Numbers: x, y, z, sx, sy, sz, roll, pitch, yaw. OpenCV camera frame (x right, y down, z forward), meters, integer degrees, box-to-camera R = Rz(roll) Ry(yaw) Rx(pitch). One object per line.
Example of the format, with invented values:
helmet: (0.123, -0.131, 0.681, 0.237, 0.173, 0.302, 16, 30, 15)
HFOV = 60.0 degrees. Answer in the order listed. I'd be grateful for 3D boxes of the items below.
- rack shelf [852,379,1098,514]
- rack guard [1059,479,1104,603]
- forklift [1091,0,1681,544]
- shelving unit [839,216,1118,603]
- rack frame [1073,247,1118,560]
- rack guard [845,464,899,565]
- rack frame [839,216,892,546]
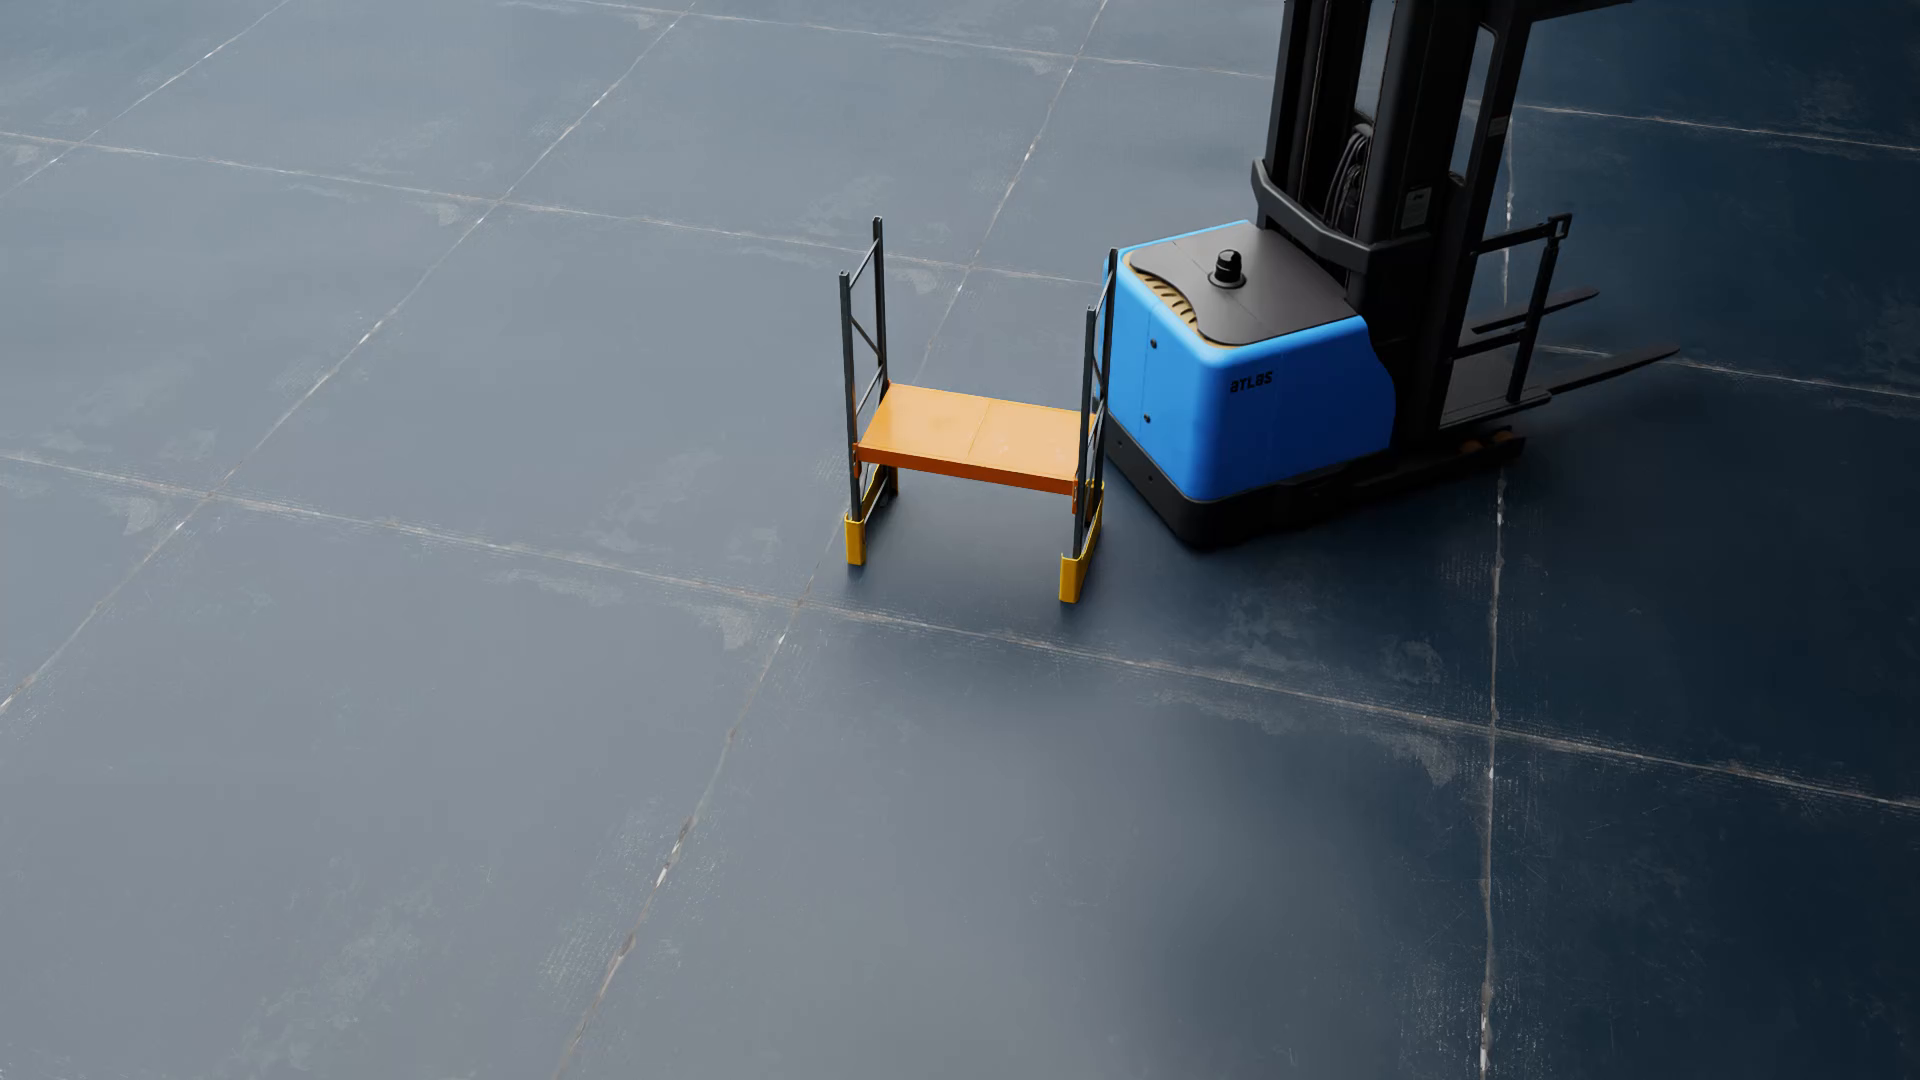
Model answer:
rack shelf: (0.082, -0.422, 7.366, 1.000, 0.185, 0.538, 10, 41, 11)
rack guard: (0.555, 0.000, 7.556, 0.087, 0.250, 0.587, 10, 41, 11)
forklift: (2.208, -1.736, 7.538, 3.031, 2.935, 1.130, -16, 43, -18)
shelving unit: (0.074, -0.562, 7.253, 1.083, 1.500, 0.587, 10, 41, 11)
rack frame: (0.573, -0.476, 7.150, 0.032, 1.500, 0.500, 10, 41, 11)
rack guard: (-0.407, -0.166, 7.753, 0.087, 0.250, 0.587, 10, 41, 11)
rack frame: (-0.409, -0.645, 7.351, 0.032, 1.500, 0.500, 10, 41, 11)
